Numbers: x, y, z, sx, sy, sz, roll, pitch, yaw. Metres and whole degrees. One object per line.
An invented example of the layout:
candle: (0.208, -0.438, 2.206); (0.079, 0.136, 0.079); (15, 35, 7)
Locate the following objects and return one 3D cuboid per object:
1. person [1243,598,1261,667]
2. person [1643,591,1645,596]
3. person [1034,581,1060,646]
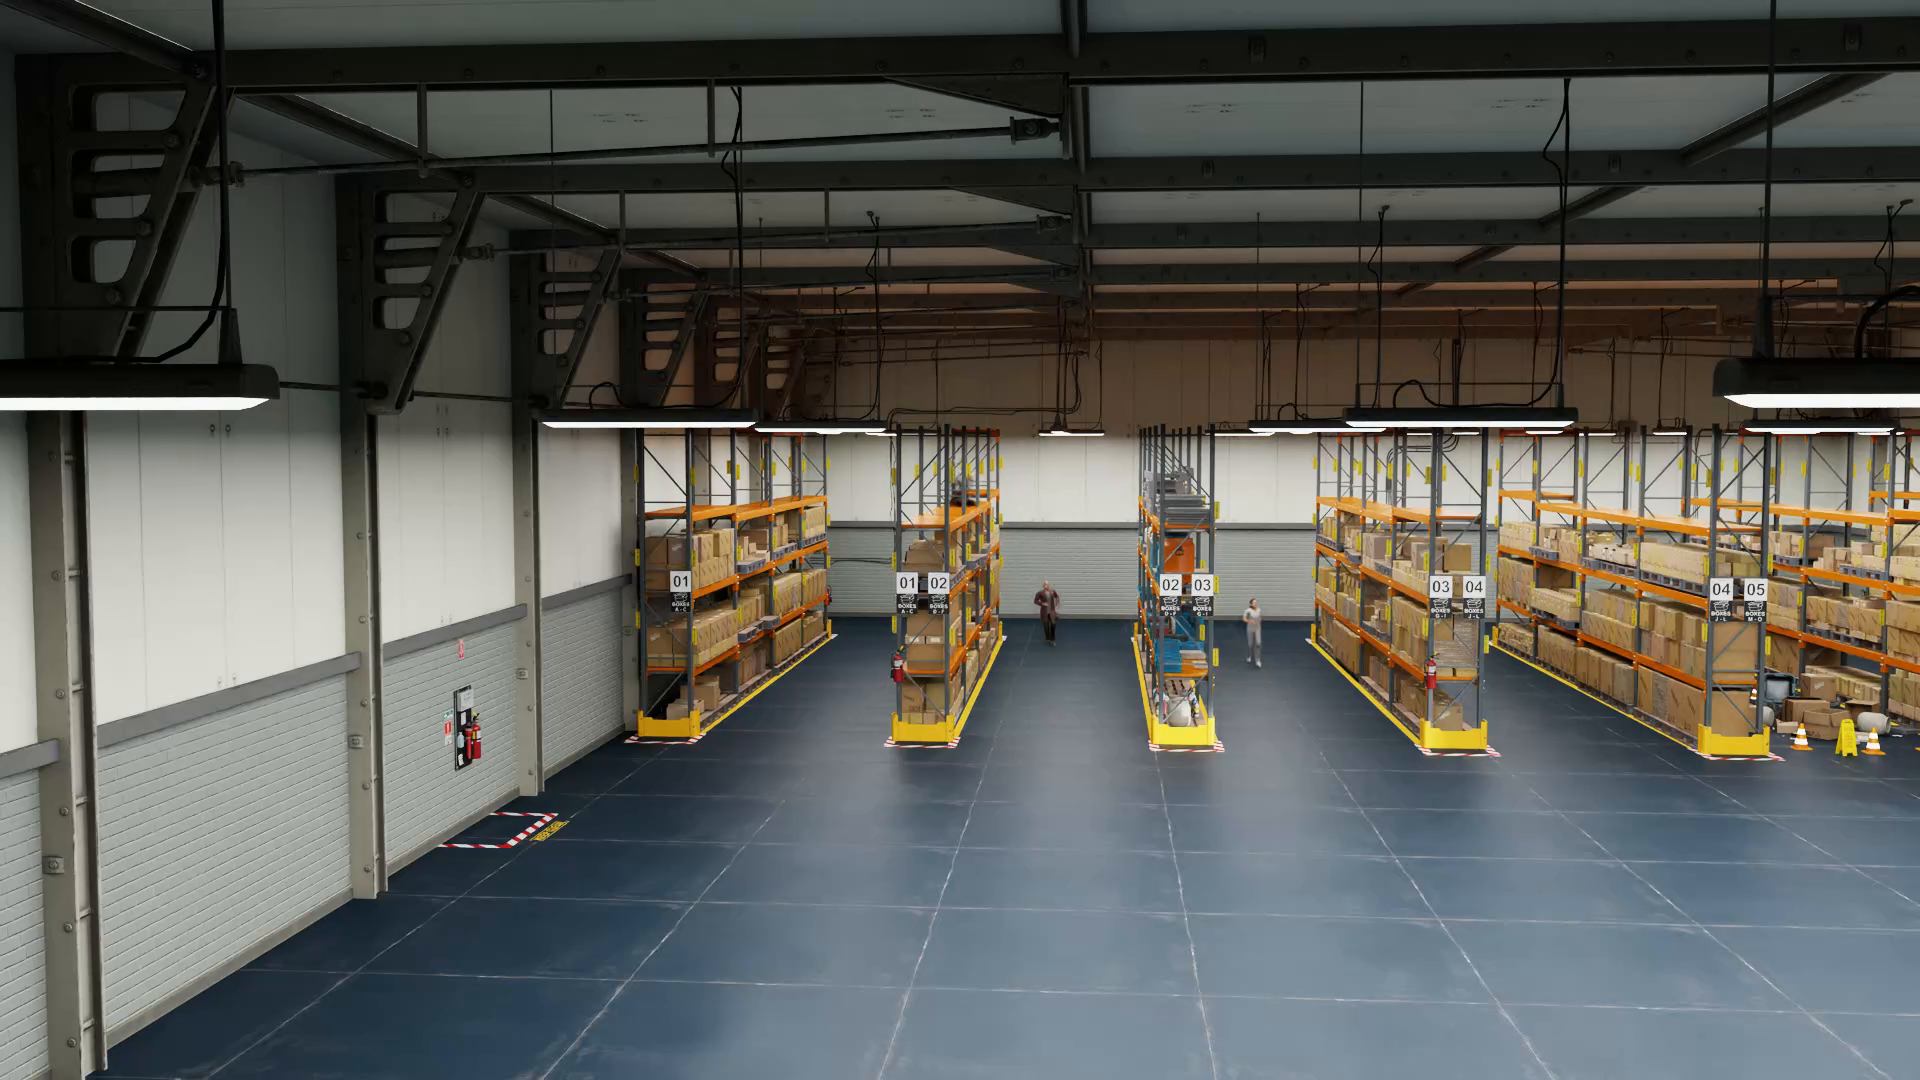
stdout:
person: (7.413, 2.331, 42.153); (0.556, 1.721, 0.775); (0, 4, -7)
person: (19.369, 2.057, 47.248); (0.636, 1.618, 0.645); (1, 4, 13)
person: (2.406, 2.030, 46.146); (0.737, 1.807, 0.690); (0, 4, -8)
